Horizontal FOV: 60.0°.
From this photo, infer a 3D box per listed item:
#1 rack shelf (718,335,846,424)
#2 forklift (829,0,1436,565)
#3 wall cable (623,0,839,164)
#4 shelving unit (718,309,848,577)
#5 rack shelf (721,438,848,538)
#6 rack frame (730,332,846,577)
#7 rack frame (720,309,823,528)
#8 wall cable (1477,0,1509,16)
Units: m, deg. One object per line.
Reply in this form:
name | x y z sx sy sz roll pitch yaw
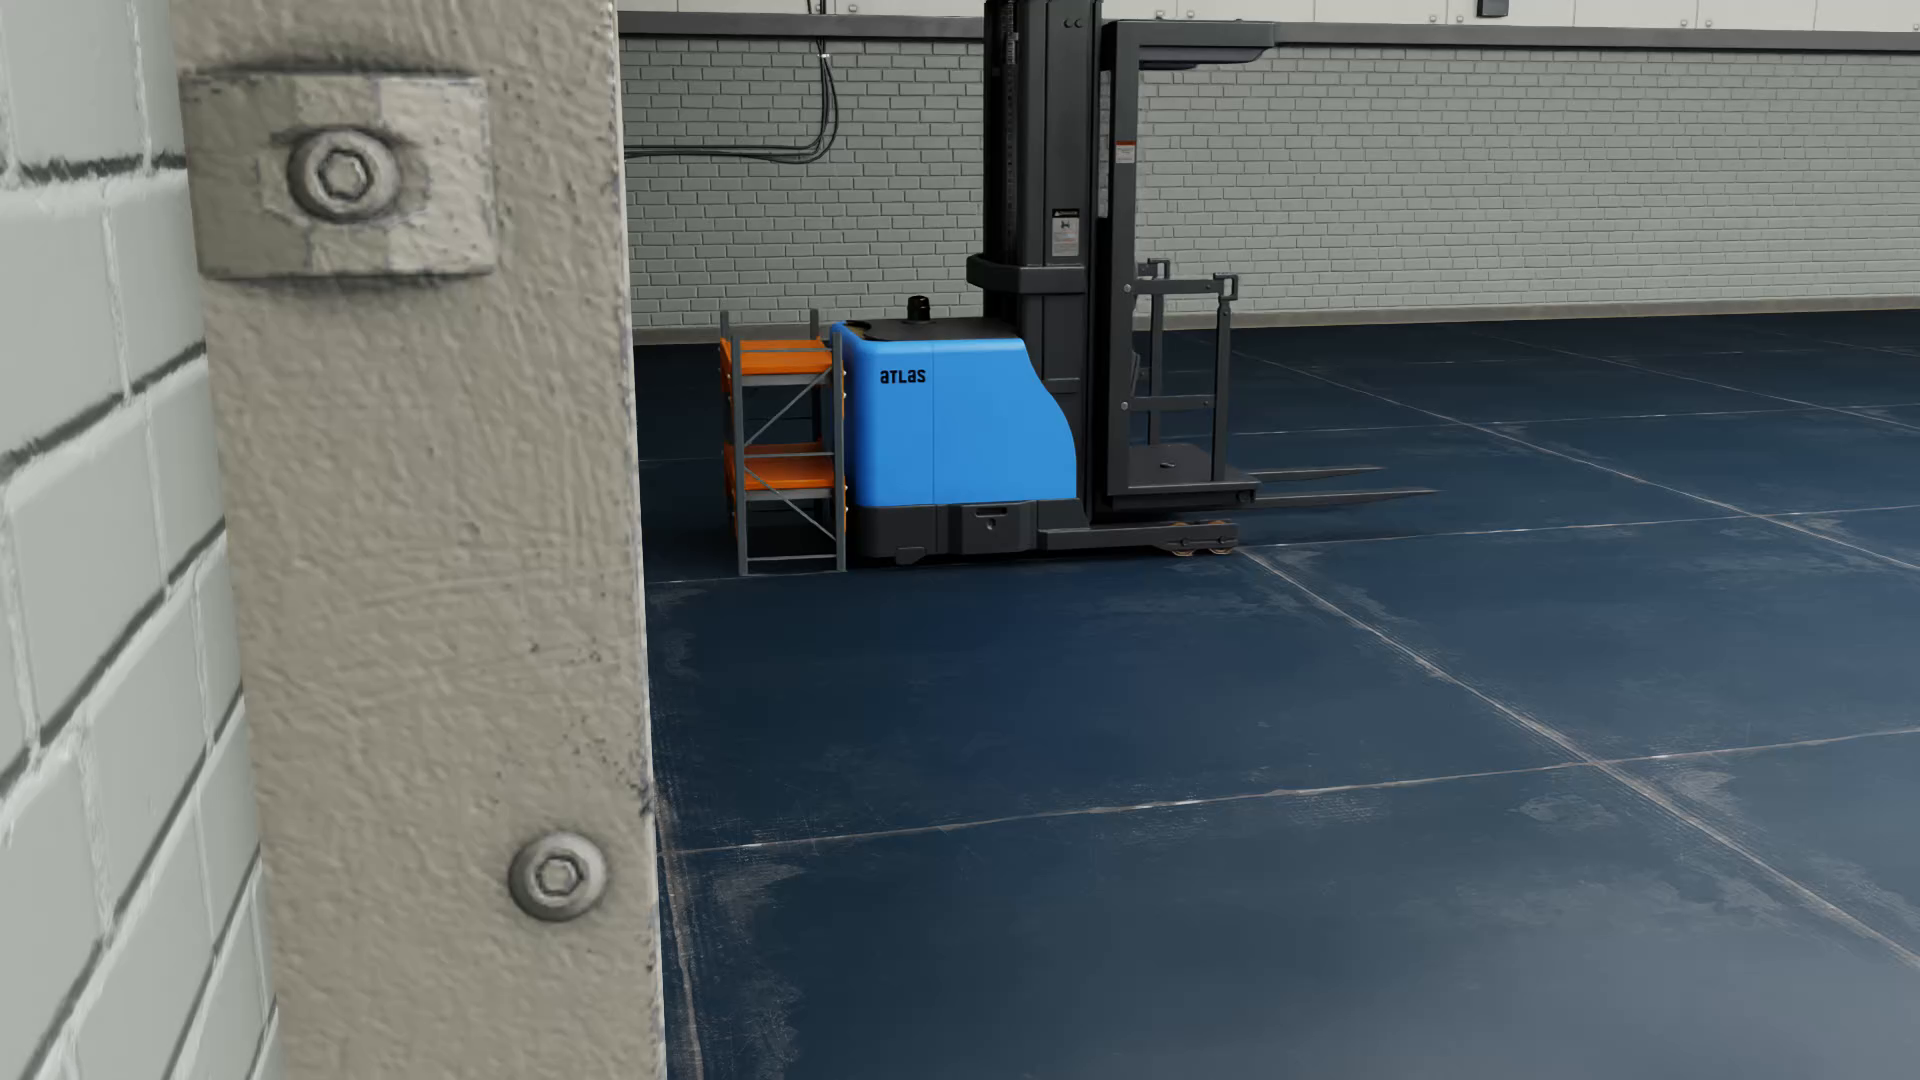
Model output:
rack shelf | -0.878 -0.791 8.061 0.538 0.278 1.000 -3 14 -10
forklift | 0.892 -1.461 8.233 3.031 2.935 1.130 -3 14 -12
wall cable | -2.670 -4.778 15.565 3.097 2.526 0.112 -3 14 -13
shelving unit | -0.878 -0.507 8.131 0.538 1.125 1.048 -3 14 -10
rack shelf | -0.878 -0.269 8.189 0.538 0.278 1.000 -3 14 -10
rack frame | -0.784 -0.388 7.645 0.500 1.125 0.032 -3 14 -10
rack frame | -0.971 -0.625 8.616 0.500 1.125 0.032 -3 14 -10
wall cable | 6.562 -8.464 16.944 2.305 6.003 0.169 -3 14 -13
